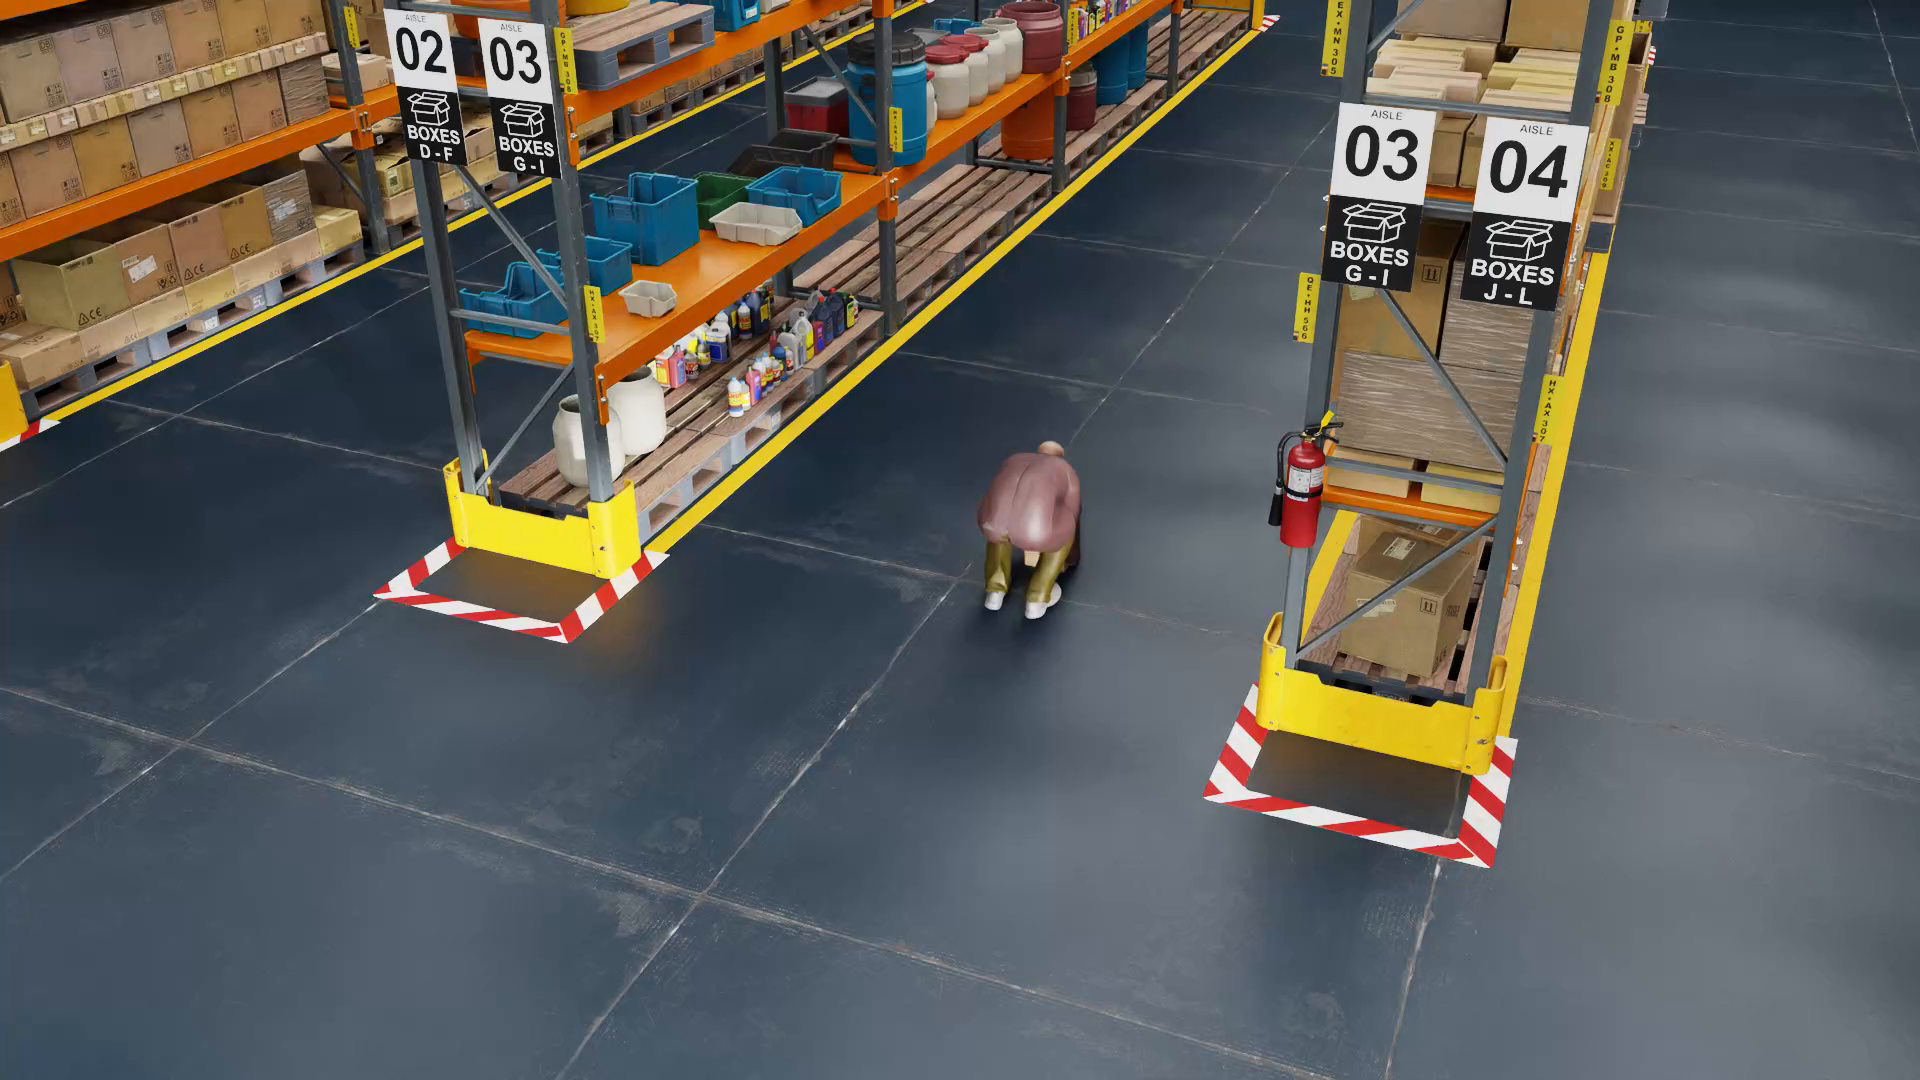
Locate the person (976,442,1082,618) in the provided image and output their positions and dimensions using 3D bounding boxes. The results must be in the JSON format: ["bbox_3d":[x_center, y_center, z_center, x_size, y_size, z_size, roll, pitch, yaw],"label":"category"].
[{"bbox_3d":[0.410,-0.086,9.537,0.589,0.873,0.955,10,31,18],"label":"person"}]
